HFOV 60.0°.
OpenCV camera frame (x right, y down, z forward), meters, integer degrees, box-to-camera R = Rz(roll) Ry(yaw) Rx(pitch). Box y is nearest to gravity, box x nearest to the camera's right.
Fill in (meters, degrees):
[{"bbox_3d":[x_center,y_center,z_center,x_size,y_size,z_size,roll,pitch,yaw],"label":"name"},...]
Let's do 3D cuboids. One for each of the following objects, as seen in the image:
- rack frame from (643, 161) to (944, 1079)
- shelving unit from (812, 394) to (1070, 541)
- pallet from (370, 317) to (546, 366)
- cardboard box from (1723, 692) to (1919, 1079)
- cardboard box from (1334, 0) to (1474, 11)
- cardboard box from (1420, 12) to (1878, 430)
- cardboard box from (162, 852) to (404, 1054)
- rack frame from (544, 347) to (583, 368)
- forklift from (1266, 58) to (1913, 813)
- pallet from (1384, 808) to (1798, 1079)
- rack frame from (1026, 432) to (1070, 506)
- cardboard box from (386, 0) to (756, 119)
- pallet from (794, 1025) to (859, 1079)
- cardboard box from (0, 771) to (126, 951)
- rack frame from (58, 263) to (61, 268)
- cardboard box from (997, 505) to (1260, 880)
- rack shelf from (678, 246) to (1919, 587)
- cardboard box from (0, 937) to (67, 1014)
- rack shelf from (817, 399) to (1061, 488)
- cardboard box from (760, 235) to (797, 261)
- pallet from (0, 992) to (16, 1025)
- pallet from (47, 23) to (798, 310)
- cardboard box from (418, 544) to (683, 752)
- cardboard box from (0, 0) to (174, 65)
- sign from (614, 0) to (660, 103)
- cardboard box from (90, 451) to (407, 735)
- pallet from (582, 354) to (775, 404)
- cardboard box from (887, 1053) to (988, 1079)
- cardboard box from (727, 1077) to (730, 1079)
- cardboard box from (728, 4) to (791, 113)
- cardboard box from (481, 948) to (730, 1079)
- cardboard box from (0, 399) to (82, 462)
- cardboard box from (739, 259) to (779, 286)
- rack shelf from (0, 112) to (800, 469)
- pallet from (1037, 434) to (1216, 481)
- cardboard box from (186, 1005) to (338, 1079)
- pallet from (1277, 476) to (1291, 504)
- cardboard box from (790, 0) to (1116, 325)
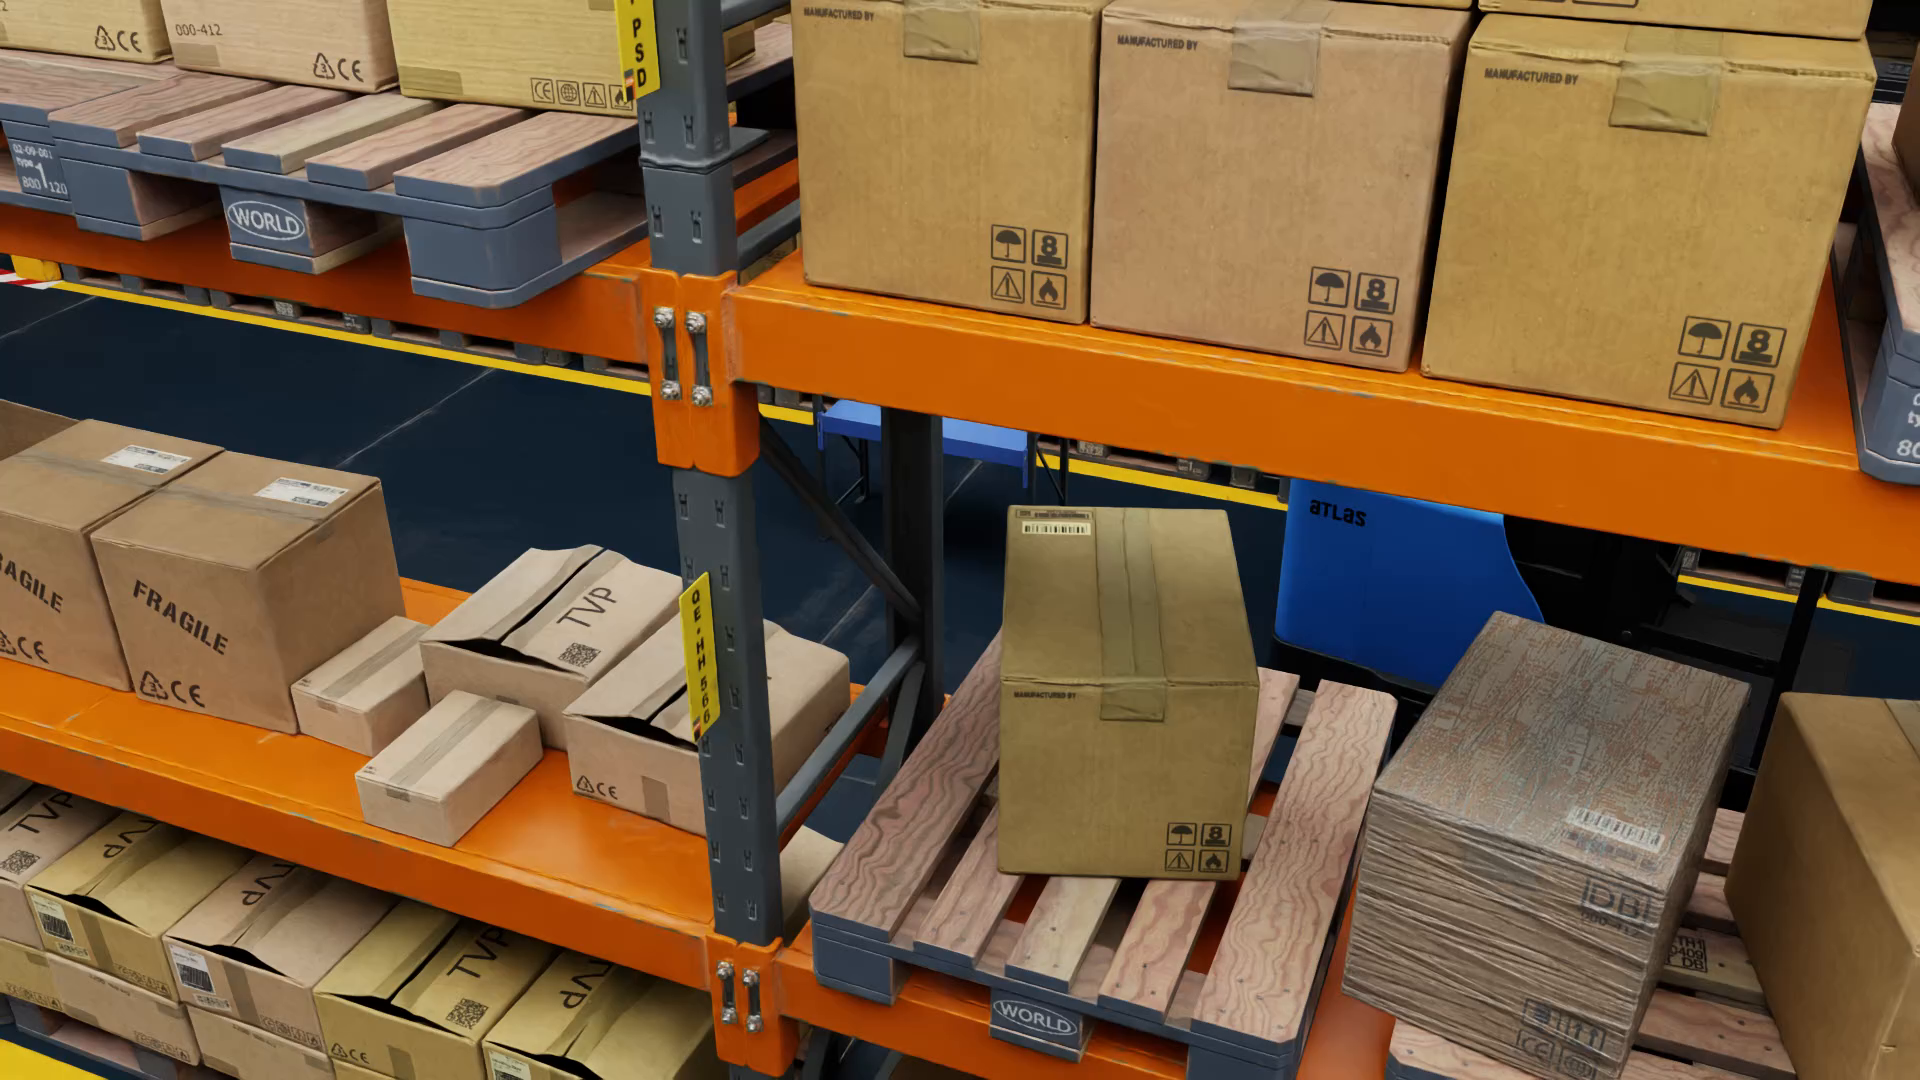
[{"bbox_3d":[-0.283,0.473,3.864,0.127,3.000,1.000,11,31,19],"label":"rack frame"},{"bbox_3d":[-0.079,-0.669,7.409,1.048,1.500,0.538,11,31,19],"label":"shelving unit"},{"bbox_3d":[-2.766,-1.420,10.048,1.213,0.211,1.003,11,31,19],"label":"pallet"},{"bbox_3d":[1.763,0.688,2.956,0.500,0.500,0.700,4,30,6],"label":"cardboard box"},{"bbox_3d":[0.591,-1.134,2.541,0.500,0.500,0.500,11,31,19],"label":"cardboard box"},{"bbox_3d":[1.088,-0.620,2.649,0.500,0.500,0.910,11,31,19],"label":"cardboard box"},{"bbox_3d":[-1.812,1.071,4.605,0.500,0.311,0.500,11,31,19],"label":"cardboard box"},{"bbox_3d":[-2.130,-2.526,9.171,0.127,3.000,1.000,11,31,19],"label":"rack frame"},{"bbox_3d":[2.741,-0.464,5.593,3.031,2.935,1.130,16,33,27],"label":"forklift"},{"bbox_3d":[1.521,0.914,3.279,1.213,0.211,1.003,11,31,19],"label":"pallet"},{"bbox_3d":[0.392,-0.575,7.242,0.032,1.500,0.500,11,31,19],"label":"rack frame"},{"bbox_3d":[-0.725,-1.008,3.163,0.500,0.250,0.500,9,31,15],"label":"cardboard box"},{"bbox_3d":[-1.031,1.517,4.851,1.213,0.211,1.003,11,31,19],"label":"pallet"},{"bbox_3d":[-2.758,0.883,4.936,0.500,0.311,0.500,10,31,17],"label":"cardboard box"},{"bbox_3d":[-5.837,-3.266,10.480,0.127,3.000,1.000,11,31,19],"label":"rack frame"},{"bbox_3d":[0.343,0.312,3.621,0.500,0.500,0.700,1,30,2],"label":"cardboard box"},{"bbox_3d":[1.570,-0.149,2.649,4.000,0.370,1.077,11,31,19],"label":"rack shelf"},{"bbox_3d":[-2.755,1.125,5.079,0.500,0.250,0.500,10,31,18],"label":"cardboard box"},{"bbox_3d":[-0.079,-0.512,7.497,1.000,0.185,0.538,11,31,19],"label":"rack shelf"},{"bbox_3d":[-1.033,-1.747,9.124,0.500,0.250,0.500,11,31,18],"label":"cardboard box"},{"bbox_3d":[-3.292,1.066,5.650,1.213,0.211,1.003,11,31,19],"label":"pallet"},{"bbox_3d":[-0.945,-0.835,3.323,1.003,0.211,1.213,13,32,21],"label":"pallet"},{"bbox_3d":[-1.039,0.258,4.335,0.500,0.311,0.500,11,31,19],"label":"cardboard box"},{"bbox_3d":[-1.743,-1.208,3.516,0.500,0.250,0.500,11,31,18],"label":"cardboard box"},{"bbox_3d":[-0.499,-0.841,2.535,0.005,0.325,0.100,11,31,19],"label":"sign"},{"bbox_3d":[-1.844,0.127,4.376,0.500,0.500,0.500,10,31,16],"label":"cardboard box"},{"bbox_3d":[-1.409,-1.169,9.603,1.213,0.211,1.003,11,31,19],"label":"pallet"},{"bbox_3d":[0.031,1.584,3.992,0.500,0.500,0.500,13,32,21],"label":"cardboard box"},{"bbox_3d":[-0.862,1.501,4.413,0.500,0.250,0.500,12,32,20],"label":"cardboard box"},{"bbox_3d":[-1.157,-2.545,8.655,0.500,0.500,0.700,15,33,24],"label":"cardboard box"},{"bbox_3d":[-0.861,1.259,4.272,0.500,0.311,0.500,12,32,20],"label":"cardboard box"},{"bbox_3d":[-2.796,-0.063,4.712,0.500,0.500,0.500,14,32,23],"label":"cardboard box"},{"bbox_3d":[-0.945,-1.428,9.322,0.500,0.500,0.700,11,31,18],"label":"cardboard box"},{"bbox_3d":[-2.136,-0.889,3.958,4.000,0.370,1.077,11,31,19],"label":"rack shelf"},{"bbox_3d":[0.852,-0.717,8.805,1.213,0.211,1.003,11,31,19],"label":"pallet"},{"bbox_3d":[-1.806,1.313,4.746,0.500,0.250,0.500,12,32,20],"label":"cardboard box"},{"bbox_3d":[2.278,-0.392,8.229,1.213,0.211,1.003,11,31,19],"label":"pallet"},{"bbox_3d":[0.134,-0.811,2.986,0.500,0.500,0.910,11,31,19],"label":"cardboard box"}]
